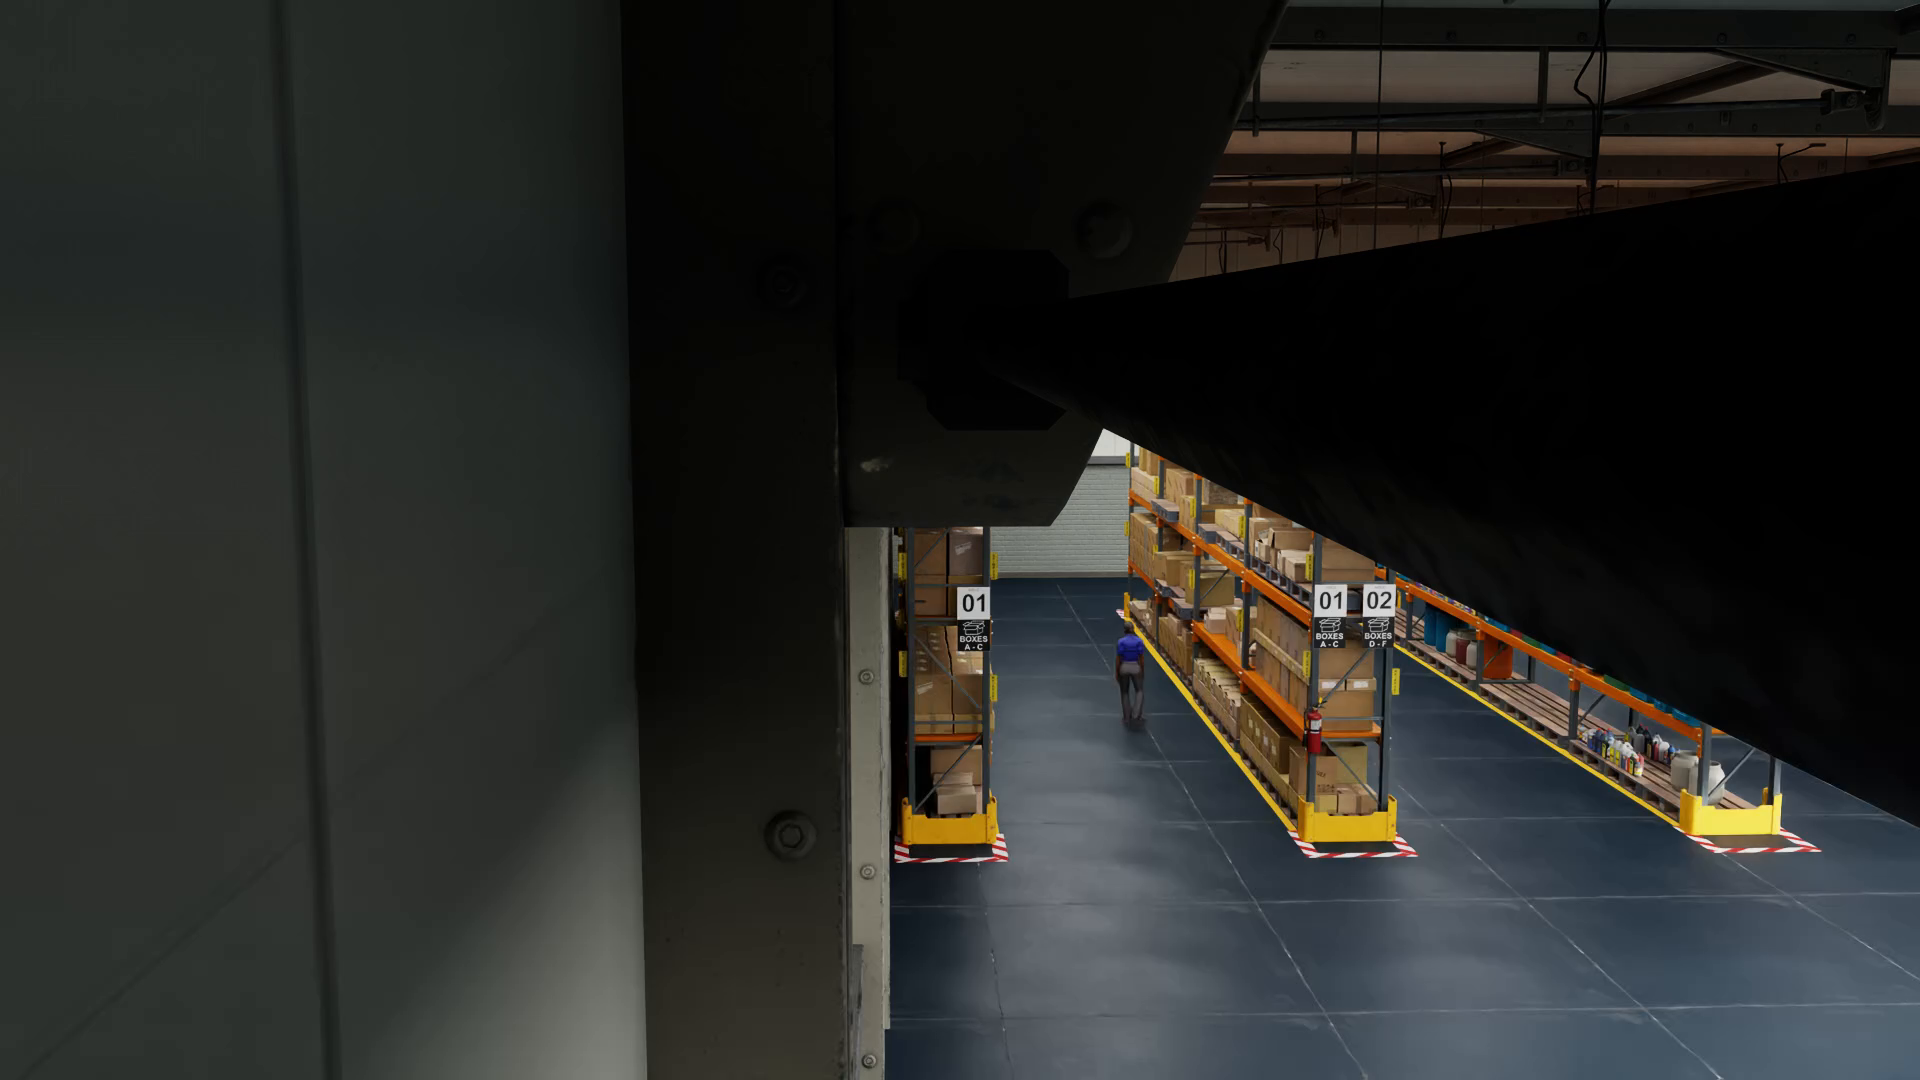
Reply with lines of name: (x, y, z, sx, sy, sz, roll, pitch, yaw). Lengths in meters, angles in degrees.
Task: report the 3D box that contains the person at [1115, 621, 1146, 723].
person: (2.732, 2.118, 26.599, 0.499, 1.655, 0.503, -1, 7, -4)
